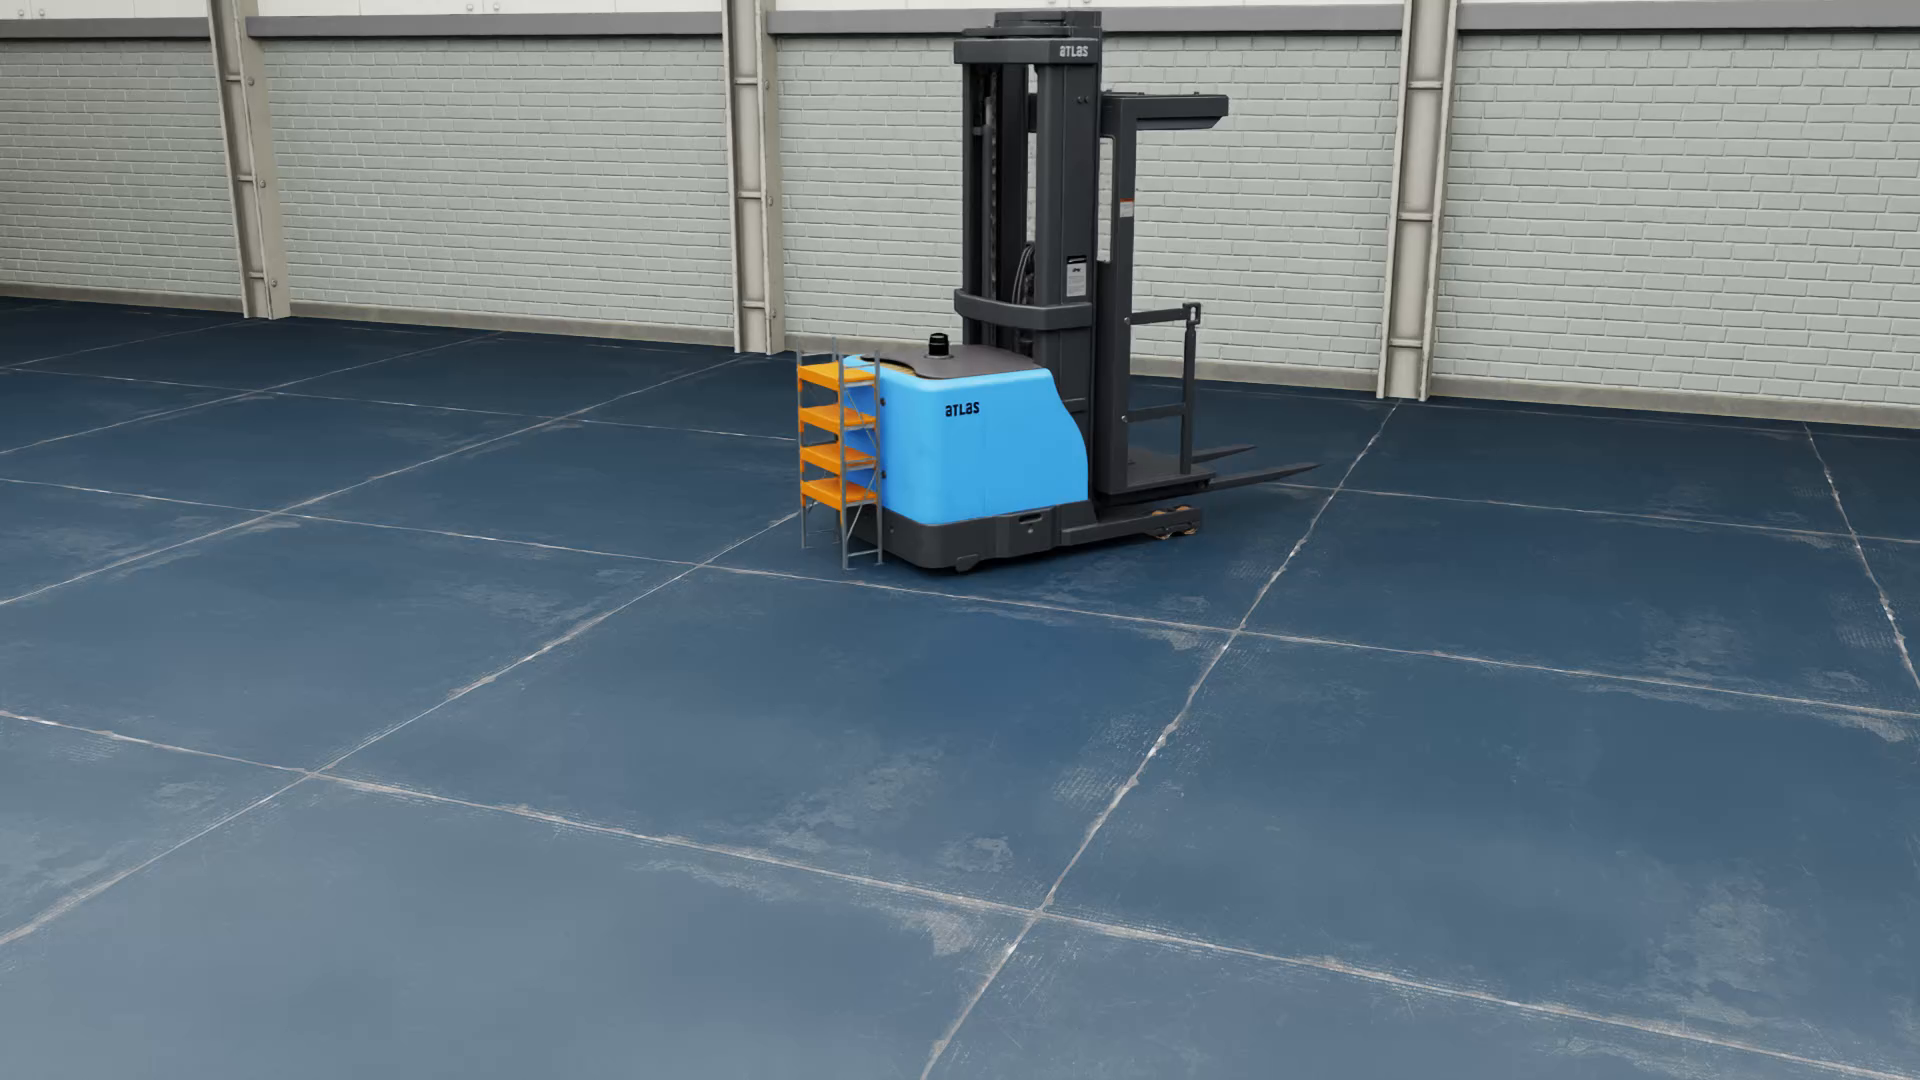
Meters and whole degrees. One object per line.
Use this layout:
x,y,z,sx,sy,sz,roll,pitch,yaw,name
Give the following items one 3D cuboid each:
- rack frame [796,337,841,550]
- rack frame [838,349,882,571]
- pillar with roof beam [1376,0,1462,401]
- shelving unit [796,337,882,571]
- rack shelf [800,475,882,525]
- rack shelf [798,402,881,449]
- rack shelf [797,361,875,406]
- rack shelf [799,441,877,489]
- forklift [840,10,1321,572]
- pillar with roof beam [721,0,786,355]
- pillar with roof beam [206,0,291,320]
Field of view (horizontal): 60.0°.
-0.796,-0.540,9.382,0.240,1.200,0.015,-10,19,-31,rack frame
-0.536,-0.425,8.986,0.240,1.200,0.015,-10,19,-31,rack frame
2.094,-4.398,8.681,0.400,9.000,9.100,6,17,21,pillar with roof beam
-0.666,-0.483,9.184,0.258,1.200,0.503,-10,19,-31,shelving unit
-0.666,-0.228,9.258,0.258,0.148,0.480,-10,19,-31,rack shelf
-0.666,-0.633,9.140,0.258,0.148,0.480,-10,19,-31,rack shelf
-0.666,-0.860,9.074,0.258,0.148,0.480,-10,19,-31,rack shelf
-0.666,-0.418,9.203,0.258,0.148,0.480,-10,19,-31,rack shelf
0.827,-1.523,9.664,3.031,2.935,1.130,-10,19,-31,forklift
-3.488,-5.012,10.796,0.400,9.000,9.100,6,17,21,pillar with roof beam
-9.069,-5.625,12.910,0.400,9.000,9.100,6,17,21,pillar with roof beam
